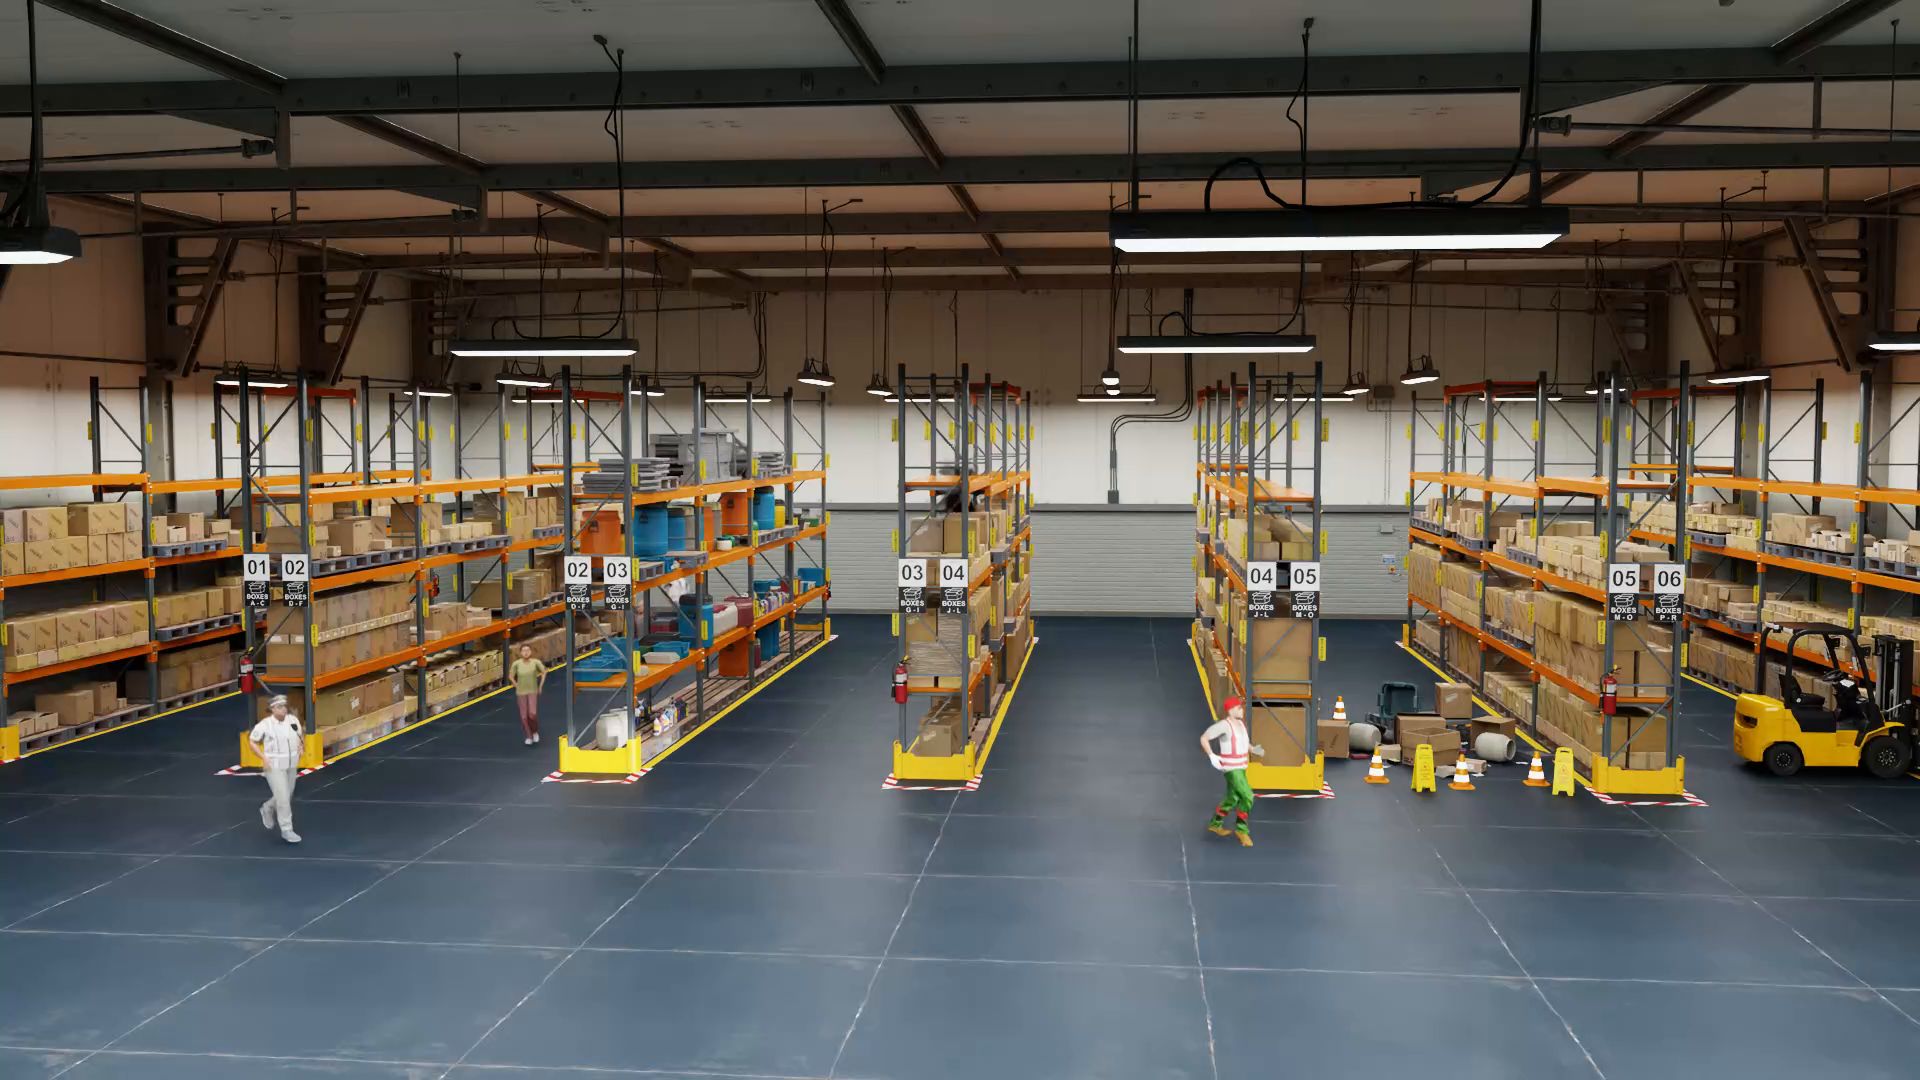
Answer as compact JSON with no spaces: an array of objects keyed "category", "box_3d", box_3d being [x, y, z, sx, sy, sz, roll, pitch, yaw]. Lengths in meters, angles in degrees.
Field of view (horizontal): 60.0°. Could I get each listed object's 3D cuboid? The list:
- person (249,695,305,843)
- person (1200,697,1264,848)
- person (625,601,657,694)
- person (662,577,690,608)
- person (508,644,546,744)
[{"category":"person","box_3d":[-8.376,2.780,20.494,0.890,1.771,0.653,3,4,34]},{"category":"person","box_3d":[3.339,2.822,20.316,0.753,1.807,0.669,3,5,38]},{"category":"person","box_3d":[-6.149,2.064,32.222,0.725,1.746,1.006,0,4,5]},{"category":"person","box_3d":[-6.998,1.493,41.282,0.703,1.791,0.718,4,5,45]},{"category":"person","box_3d":[-6.933,2.471,26.620,0.576,1.635,0.553,-1,4,-8]}]
